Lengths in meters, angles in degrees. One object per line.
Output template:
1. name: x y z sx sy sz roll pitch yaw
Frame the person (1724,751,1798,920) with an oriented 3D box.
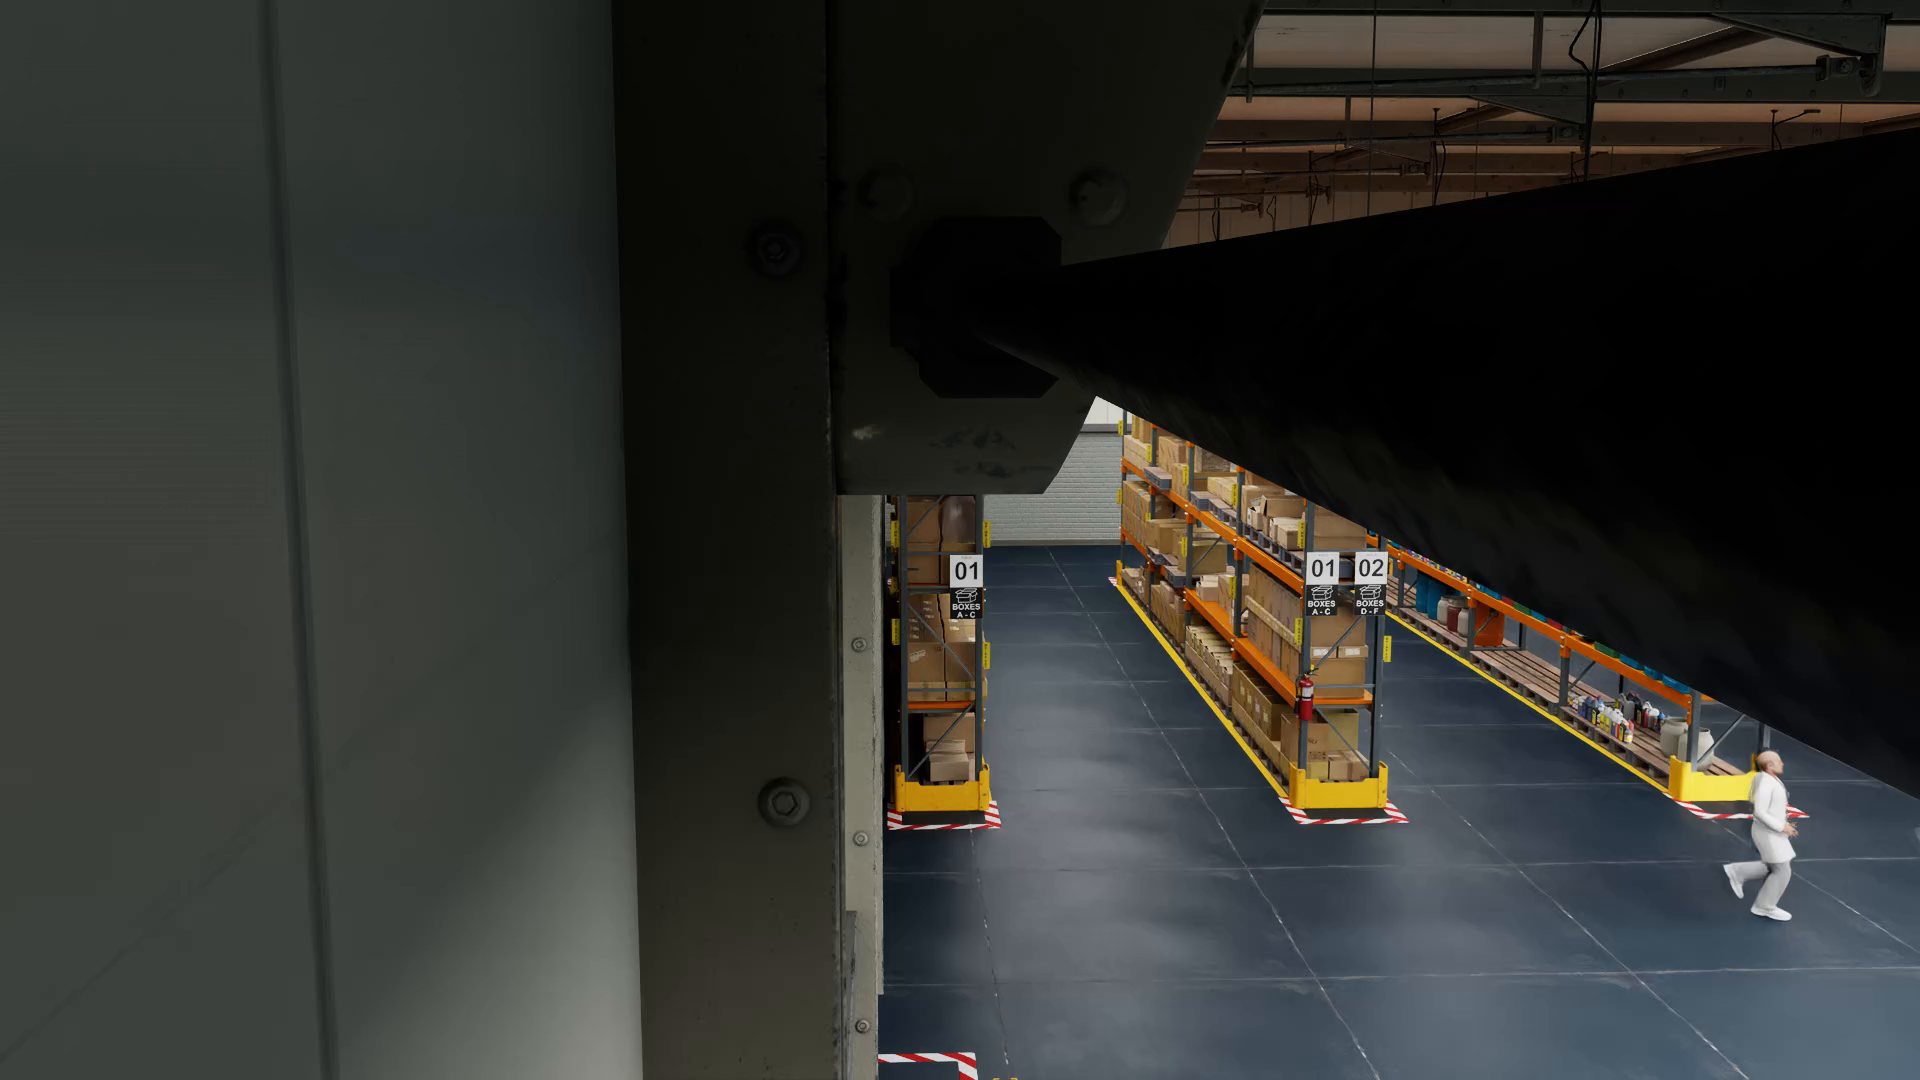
1. person: 8.182 3.003 16.968 0.652 1.730 0.712 3 9 22
